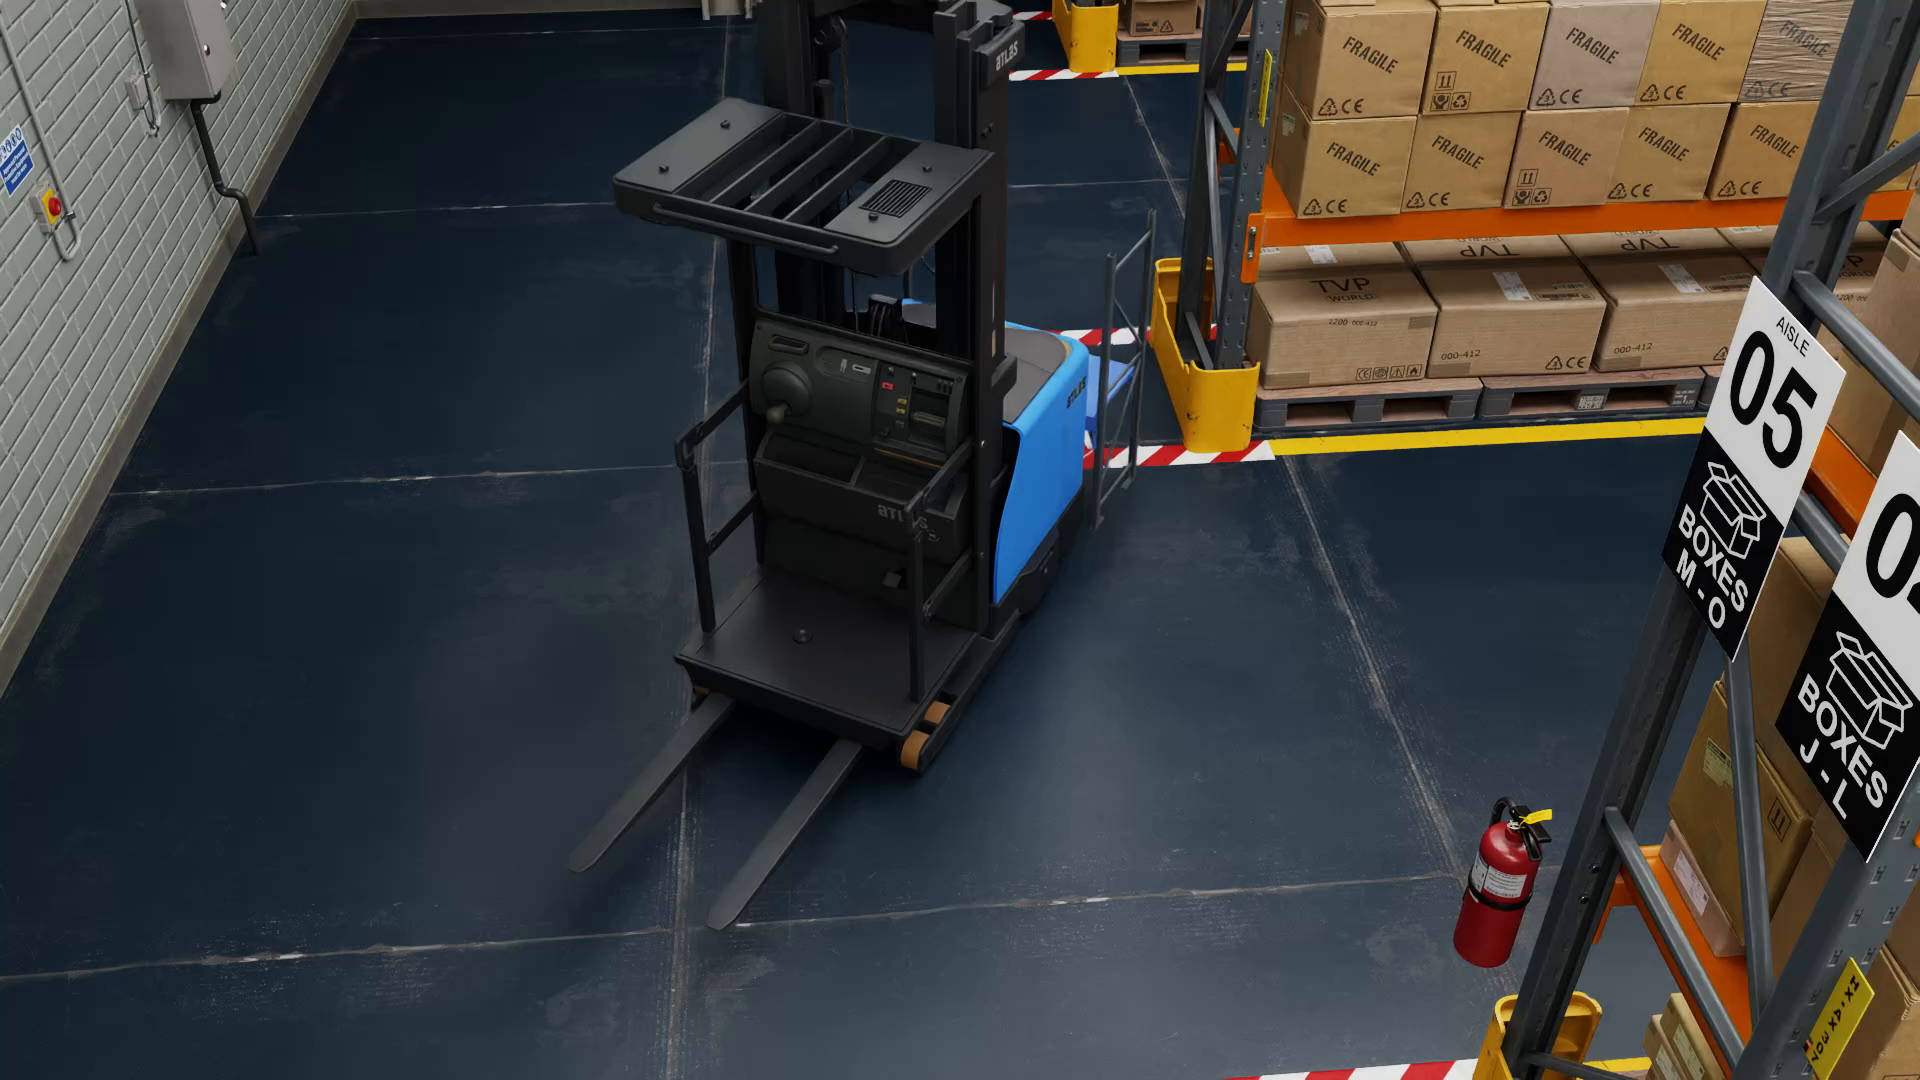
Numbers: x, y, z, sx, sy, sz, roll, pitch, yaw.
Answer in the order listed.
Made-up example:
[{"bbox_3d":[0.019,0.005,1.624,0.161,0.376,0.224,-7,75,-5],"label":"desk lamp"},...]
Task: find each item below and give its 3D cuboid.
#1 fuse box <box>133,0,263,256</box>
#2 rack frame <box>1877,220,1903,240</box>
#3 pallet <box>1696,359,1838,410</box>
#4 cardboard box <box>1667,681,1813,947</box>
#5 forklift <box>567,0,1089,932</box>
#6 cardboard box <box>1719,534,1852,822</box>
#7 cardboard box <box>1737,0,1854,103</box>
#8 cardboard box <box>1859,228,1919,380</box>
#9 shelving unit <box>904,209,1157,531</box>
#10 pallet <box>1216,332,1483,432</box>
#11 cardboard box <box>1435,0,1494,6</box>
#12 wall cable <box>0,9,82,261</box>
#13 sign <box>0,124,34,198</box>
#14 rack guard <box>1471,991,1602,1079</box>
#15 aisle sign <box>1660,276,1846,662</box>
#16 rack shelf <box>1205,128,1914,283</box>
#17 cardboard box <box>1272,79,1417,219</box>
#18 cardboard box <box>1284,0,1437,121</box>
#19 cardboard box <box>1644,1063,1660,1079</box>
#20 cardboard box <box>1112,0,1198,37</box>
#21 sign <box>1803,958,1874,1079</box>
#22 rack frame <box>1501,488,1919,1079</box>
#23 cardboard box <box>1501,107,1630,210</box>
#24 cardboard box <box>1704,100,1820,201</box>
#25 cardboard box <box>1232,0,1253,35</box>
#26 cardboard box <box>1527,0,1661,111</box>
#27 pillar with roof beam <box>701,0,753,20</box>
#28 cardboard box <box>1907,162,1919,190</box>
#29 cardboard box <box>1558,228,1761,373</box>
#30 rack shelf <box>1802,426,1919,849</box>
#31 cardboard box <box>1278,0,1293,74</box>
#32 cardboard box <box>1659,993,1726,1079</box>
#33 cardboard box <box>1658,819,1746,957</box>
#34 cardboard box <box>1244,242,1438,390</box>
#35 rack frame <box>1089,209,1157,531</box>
[{"bbox_3d":[-4.333,-2.470,9.821,0.414,1.711,0.539,-3,38,-4],"label":"fuse box"},{"bbox_3d":[5.307,-2.215,8.458,0.127,3.000,1.000,-3,38,-4],"label":"rack frame"},{"bbox_3d":[4.543,-1.127,9.330,1.213,0.211,1.003,-3,38,-4],"label":"pallet"},{"bbox_3d":[2.287,0.713,4.426,0.500,0.500,0.500,-2,38,-3],"label":"cardboard box"},{"bbox_3d":[-0.500,-0.511,6.354,1.130,2.935,3.031,17,41,20],"label":"forklift"},{"bbox_3d":[2.296,0.326,4.110,0.500,0.500,0.500,-4,38,-5],"label":"cardboard box"},{"bbox_3d":[3.849,-2.394,7.797,0.500,0.500,0.500,-3,38,-3],"label":"cardboard box"},{"bbox_3d":[2.298,-0.444,3.510,0.500,0.250,0.500,-4,38,-5],"label":"cardboard box"},{"bbox_3d":[0.315,-0.922,8.030,1.048,1.500,0.538,18,42,21],"label":"shelving unit"},{"bbox_3d":[2.112,-0.993,9.160,1.213,0.211,1.003,-3,38,-4],"label":"pallet"},{"bbox_3d":[2.225,-2.533,7.449,0.250,0.149,0.380,-2,38,-3],"label":"cardboard box"},{"bbox_3d":[-4.292,-2.083,7.445,0.123,1.953,0.585,-3,38,-4],"label":"wall cable"},{"bbox_3d":[-4.348,-1.745,7.644,0.001,0.218,0.327,-3,38,-4],"label":"sign"},{"bbox_3d":[1.938,2.030,5.096,0.348,0.500,1.175,-3,38,-4],"label":"rack guard"},{"bbox_3d":[1.763,-0.149,3.740,0.004,0.787,0.394,-3,38,-4],"label":"aisle sign"},{"bbox_3d":[3.315,-1.823,8.542,4.000,0.370,1.077,-3,38,-4],"label":"rack shelf"},{"bbox_3d":[1.826,-1.884,7.958,0.500,0.500,0.500,-3,38,-4],"label":"cardboard box"},{"bbox_3d":[1.826,-2.278,7.650,0.500,0.500,0.500,-4,38,-5],"label":"cardboard box"},{"bbox_3d":[2.368,1.850,5.269,0.250,0.149,0.380,-3,38,-3],"label":"cardboard box"},{"bbox_3d":[1.497,-4.218,12.673,0.637,0.503,0.797,-5,39,-6],"label":"cardboard box"},{"bbox_3d":[1.910,1.048,3.624,0.005,0.325,0.100,-3,38,-4],"label":"sign"},{"bbox_3d":[1.862,1.053,4.316,0.127,3.000,1.000,-3,38,-4],"label":"rack frame"},{"bbox_3d":[2.836,-1.946,8.036,0.500,0.500,0.500,-3,38,-4],"label":"cardboard box"},{"bbox_3d":[3.856,-2.003,8.108,0.500,0.500,0.500,-4,38,-5],"label":"cardboard box"},{"bbox_3d":[2.352,-4.240,12.703,0.500,0.500,0.700,-2,38,-2],"label":"cardboard box"},{"bbox_3d":[2.852,-2.344,7.733,0.500,0.500,0.500,-3,38,-4],"label":"cardboard box"},{"bbox_3d":[-1.505,-5.165,7.354,0.400,9.000,9.100,-3,38,-4],"label":"pillar with roof beam"},{"bbox_3d":[4.868,-2.071,8.195,0.500,0.500,0.500,-3,38,-4],"label":"cardboard box"},{"bbox_3d":[3.780,-1.357,9.099,0.875,0.438,0.875,-4,38,-5],"label":"cardboard box"},{"bbox_3d":[3.854,0.048,3.749,4.000,0.370,1.077,-3,38,-4],"label":"rack shelf"},{"bbox_3d":[1.782,-2.601,8.059,0.500,0.500,0.500,-2,38,-2],"label":"cardboard box"},{"bbox_3d":[2.367,1.588,5.120,0.250,0.149,0.380,-3,38,-3],"label":"cardboard box"},{"bbox_3d":[2.162,0.959,4.638,0.250,0.149,0.380,-3,38,-4],"label":"cardboard box"},{"bbox_3d":[1.971,-1.253,8.968,0.875,0.438,0.875,-4,38,-6],"label":"cardboard box"},{"bbox_3d":[0.764,-0.775,7.844,0.032,1.500,0.500,18,42,21],"label":"rack frame"}]
